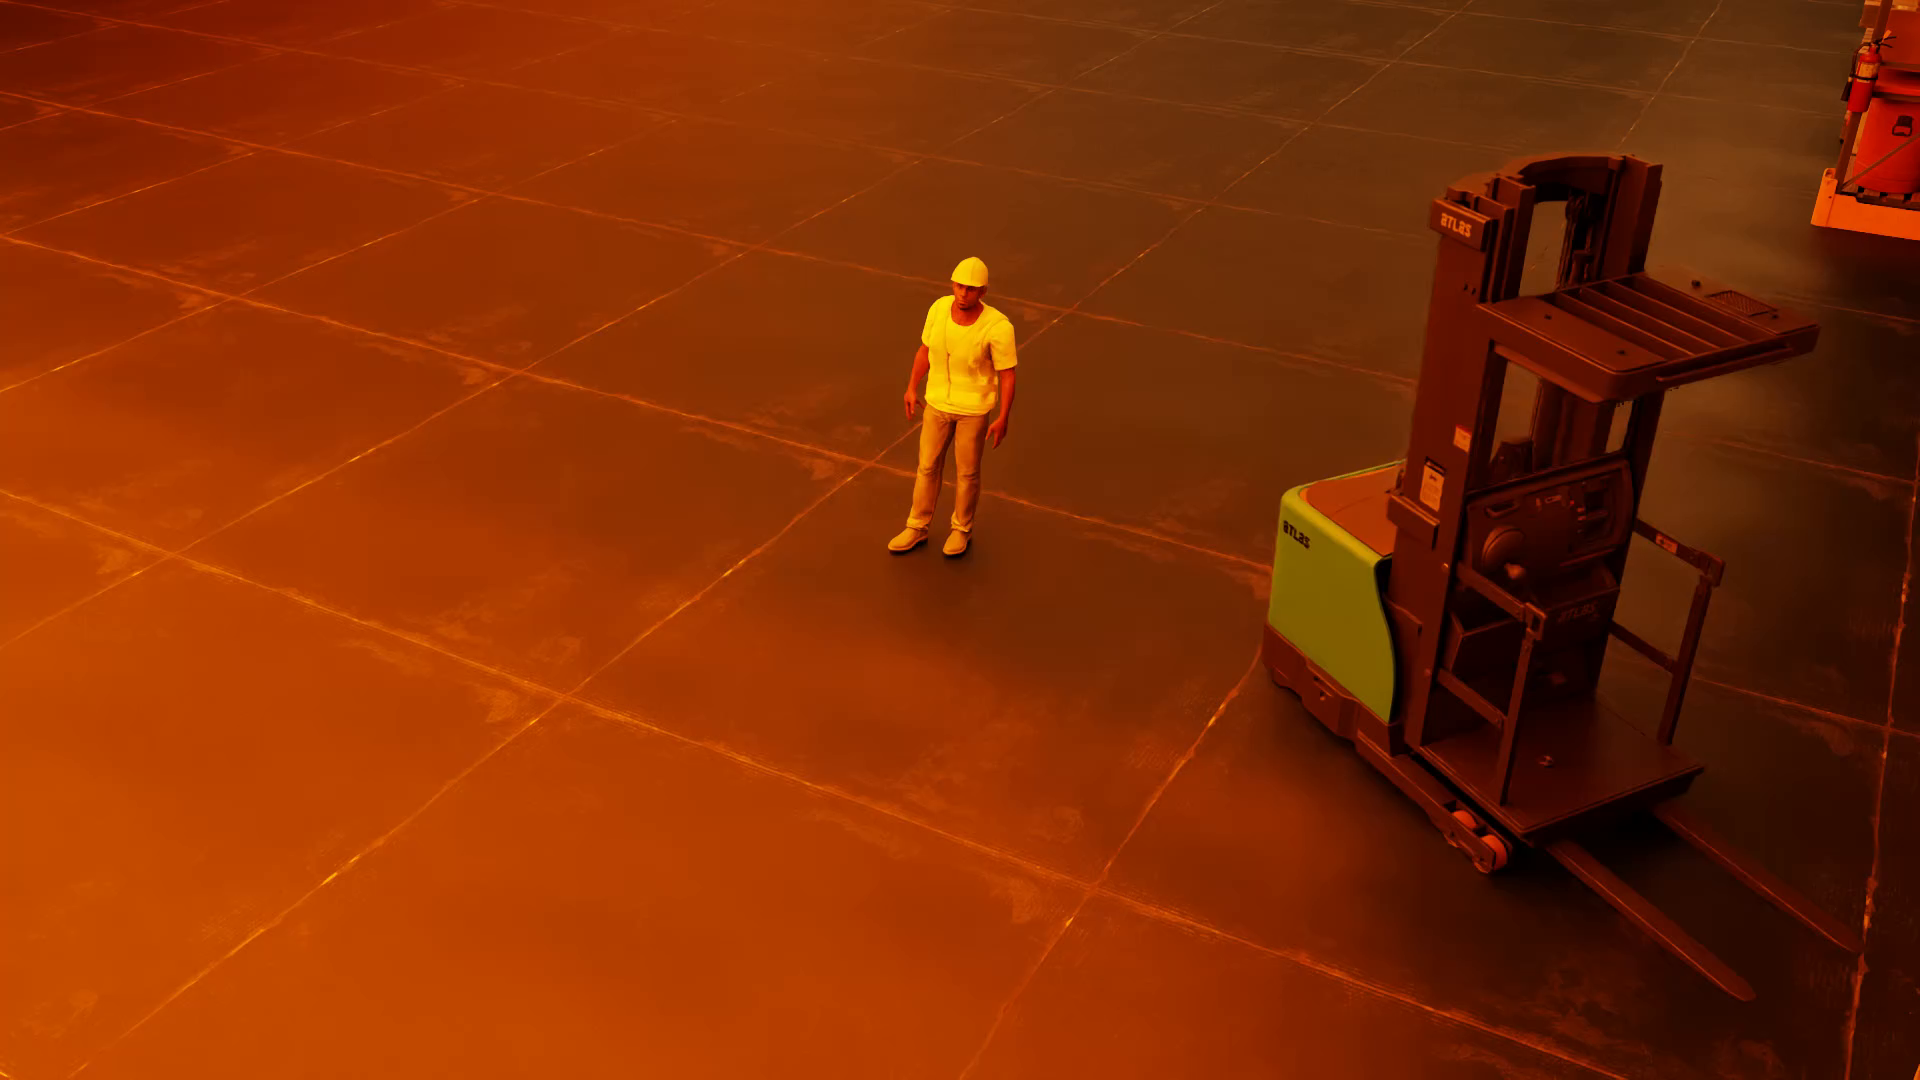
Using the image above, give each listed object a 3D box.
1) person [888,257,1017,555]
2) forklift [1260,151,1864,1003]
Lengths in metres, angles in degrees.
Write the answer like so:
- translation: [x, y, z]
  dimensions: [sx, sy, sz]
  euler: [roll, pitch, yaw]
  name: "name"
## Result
- translation: [-0.039, -0.743, 9.508]
  dimensions: [0.665, 1.765, 0.577]
  euler: [15, 33, 25]
  name: "person"
- translation: [2.685, -0.036, 7.133]
  dimensions: [1.130, 2.935, 3.031]
  euler: [-14, 33, -22]
  name: "forklift"
